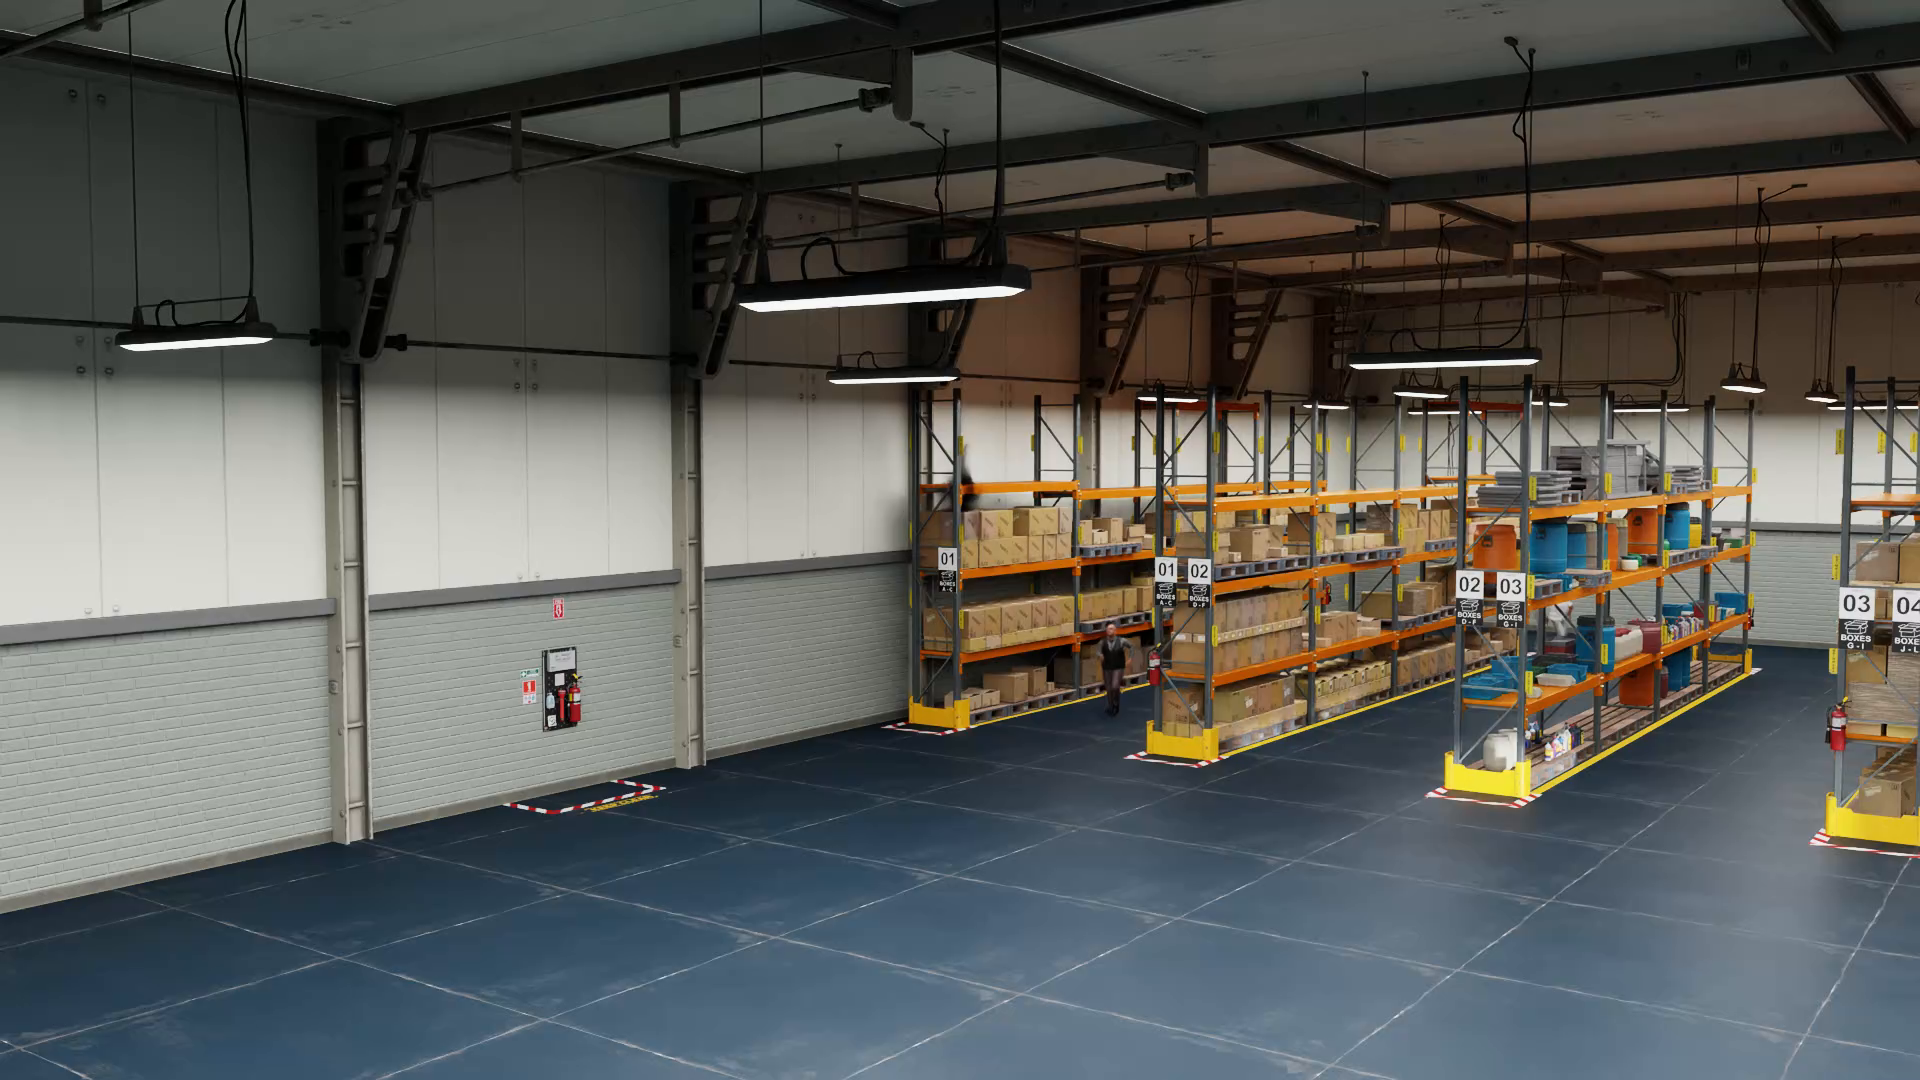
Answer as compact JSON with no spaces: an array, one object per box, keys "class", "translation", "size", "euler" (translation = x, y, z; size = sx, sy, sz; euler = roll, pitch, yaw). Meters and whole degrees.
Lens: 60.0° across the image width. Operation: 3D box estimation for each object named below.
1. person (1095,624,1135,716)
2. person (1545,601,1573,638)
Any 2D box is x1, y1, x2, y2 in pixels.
[{"class":"person","translation":[2.837,2.392,30.642],"size":[0.674,1.687,0.838],"euler":[1,3,21]},{"class":"person","translation":[14.235,1.888,39.663],"size":[0.709,1.731,0.759],"euler":[-1,3,-10]}]
